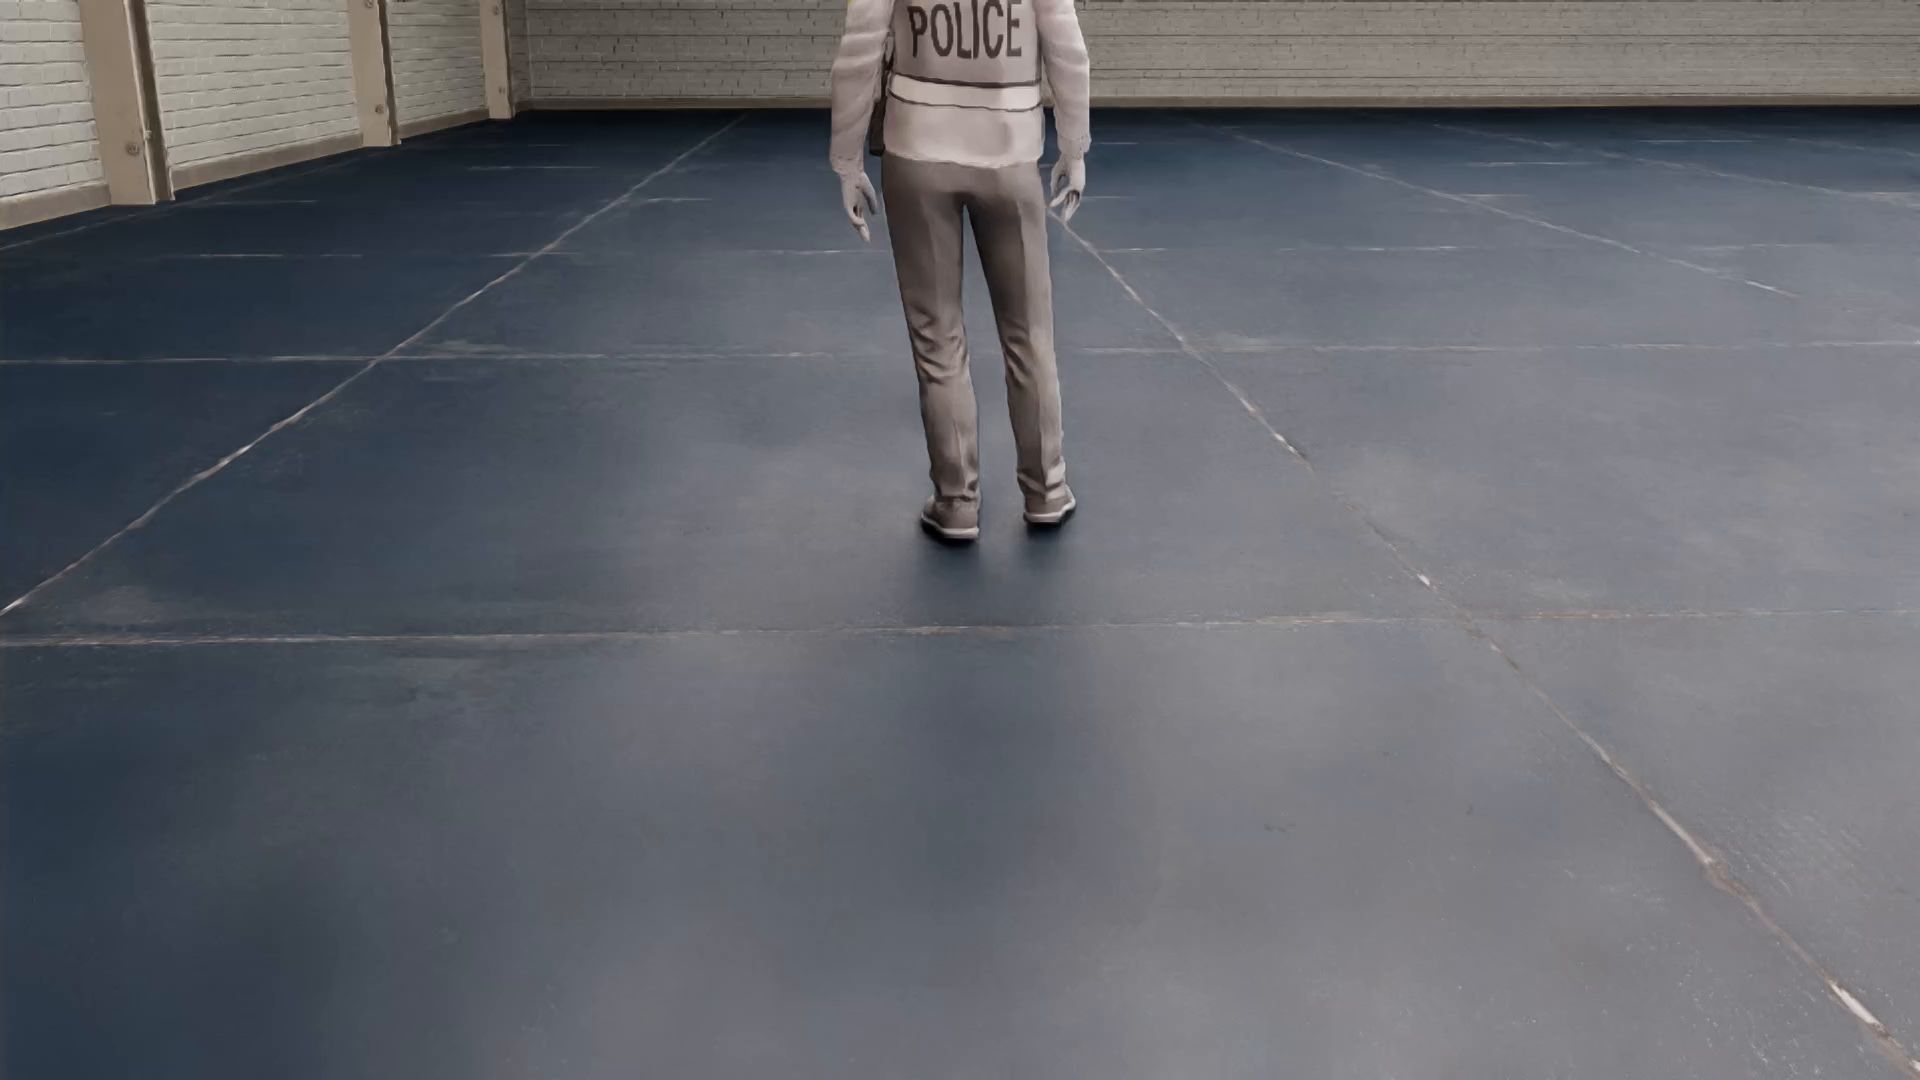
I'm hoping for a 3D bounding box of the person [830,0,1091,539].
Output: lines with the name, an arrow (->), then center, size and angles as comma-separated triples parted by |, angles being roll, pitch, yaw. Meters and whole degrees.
person -> 0.004, -0.837, 3.733 | 0.586, 1.695, 0.532 | -1, 17, -3
